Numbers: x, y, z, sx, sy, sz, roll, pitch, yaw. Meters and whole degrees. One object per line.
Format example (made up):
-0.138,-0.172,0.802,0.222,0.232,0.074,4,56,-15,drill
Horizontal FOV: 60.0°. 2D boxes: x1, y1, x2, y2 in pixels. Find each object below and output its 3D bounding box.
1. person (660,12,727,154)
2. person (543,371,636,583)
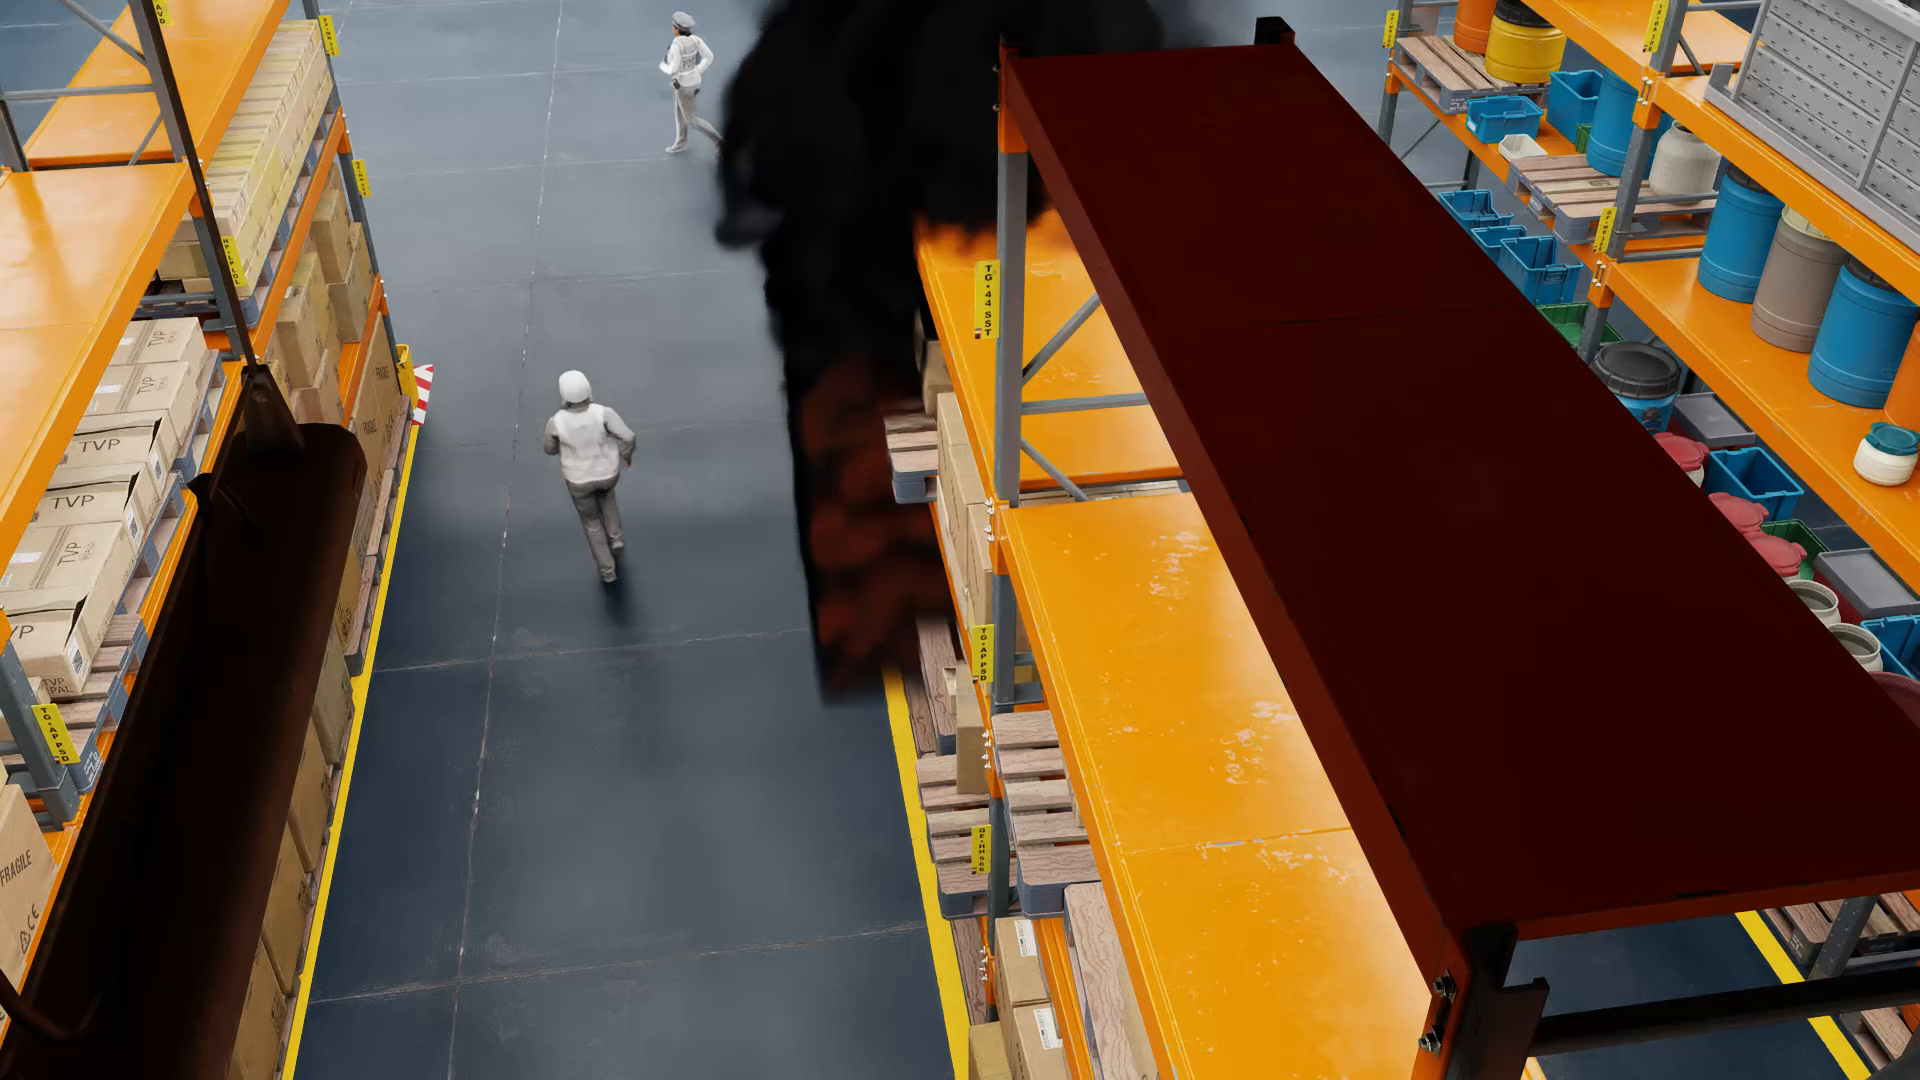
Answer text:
-3.109,-5.188,19.095,0.861,1.710,0.603,15,39,20,person
-2.807,-0.519,12.664,0.640,1.795,0.696,-15,39,-20,person
